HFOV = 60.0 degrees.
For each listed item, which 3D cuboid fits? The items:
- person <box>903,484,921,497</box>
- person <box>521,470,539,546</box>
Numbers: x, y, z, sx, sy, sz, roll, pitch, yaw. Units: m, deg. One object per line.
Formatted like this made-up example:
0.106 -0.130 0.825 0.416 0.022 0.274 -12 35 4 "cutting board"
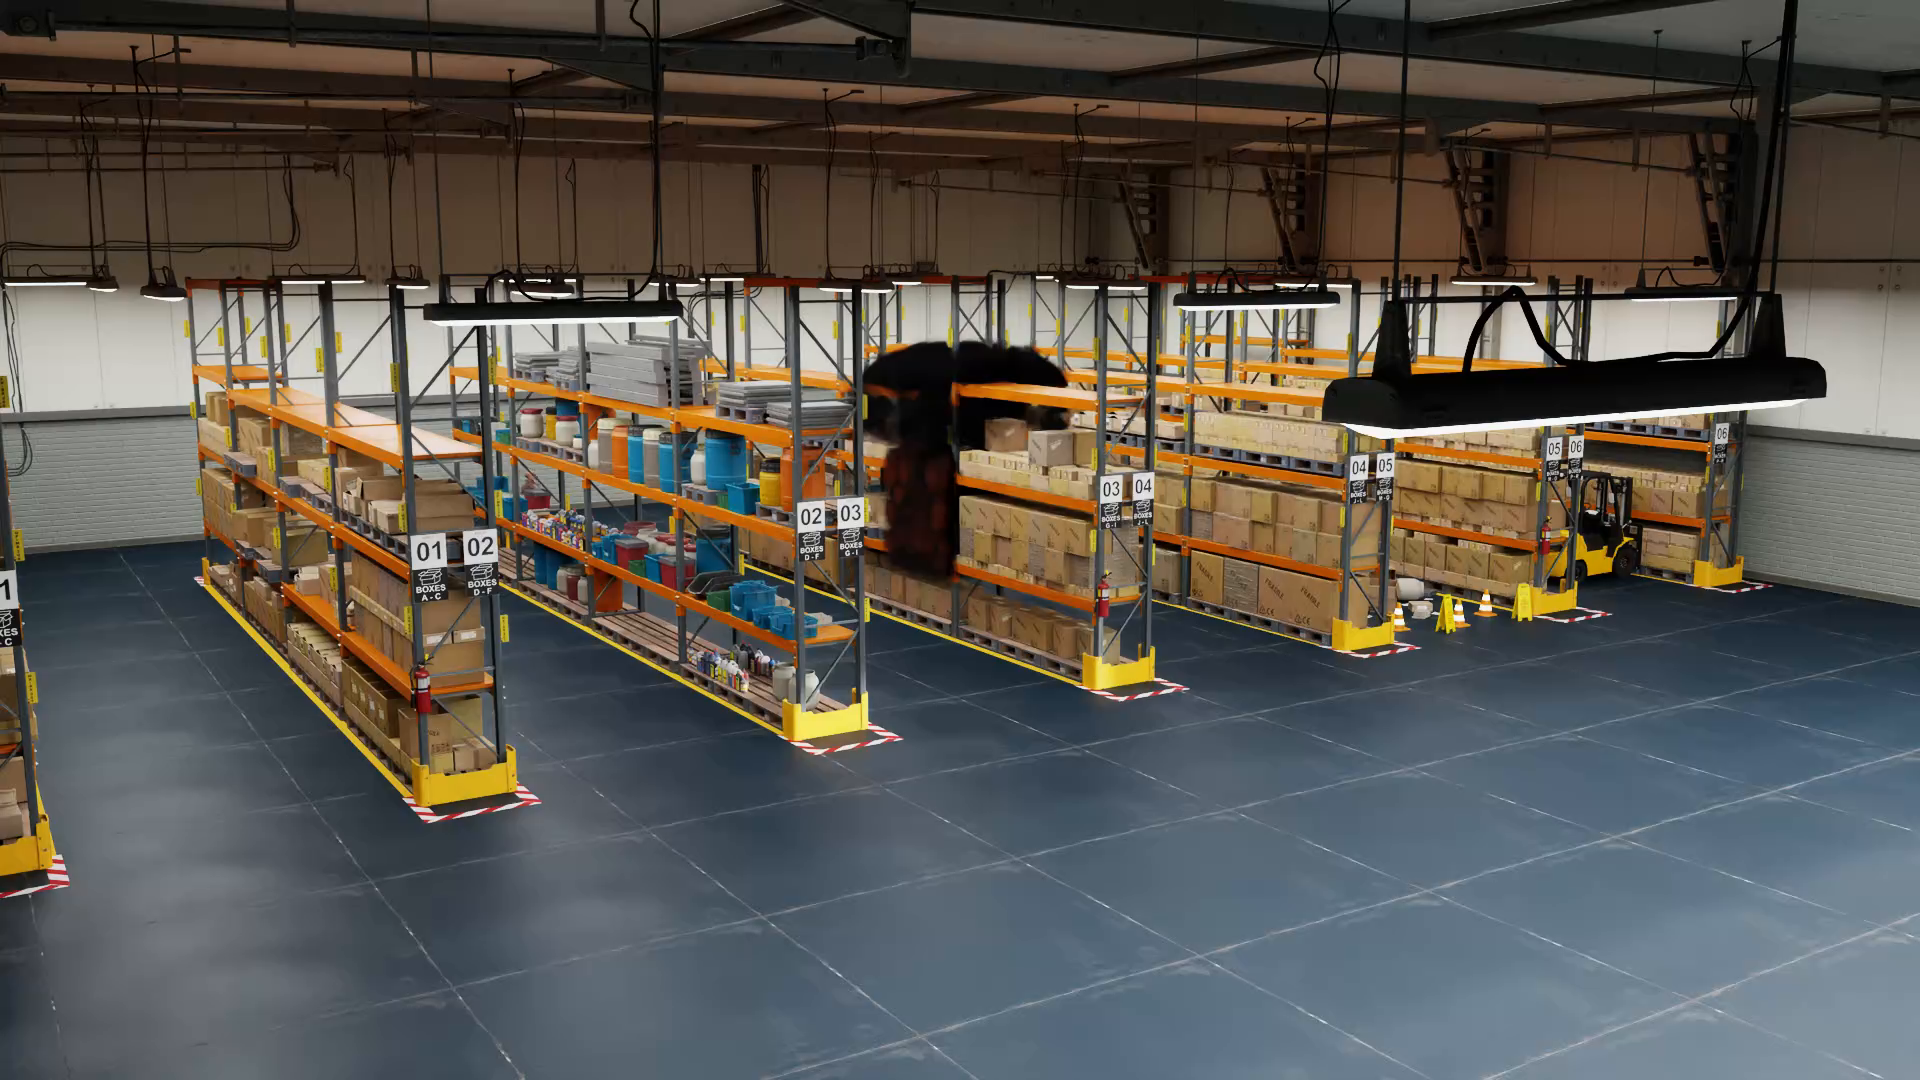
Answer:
-1.271 -1.495 41.953 0.922 1.637 0.686 3 10 17 "person"
-9.494 -0.654 36.674 0.984 1.807 0.726 2 10 15 "person"
